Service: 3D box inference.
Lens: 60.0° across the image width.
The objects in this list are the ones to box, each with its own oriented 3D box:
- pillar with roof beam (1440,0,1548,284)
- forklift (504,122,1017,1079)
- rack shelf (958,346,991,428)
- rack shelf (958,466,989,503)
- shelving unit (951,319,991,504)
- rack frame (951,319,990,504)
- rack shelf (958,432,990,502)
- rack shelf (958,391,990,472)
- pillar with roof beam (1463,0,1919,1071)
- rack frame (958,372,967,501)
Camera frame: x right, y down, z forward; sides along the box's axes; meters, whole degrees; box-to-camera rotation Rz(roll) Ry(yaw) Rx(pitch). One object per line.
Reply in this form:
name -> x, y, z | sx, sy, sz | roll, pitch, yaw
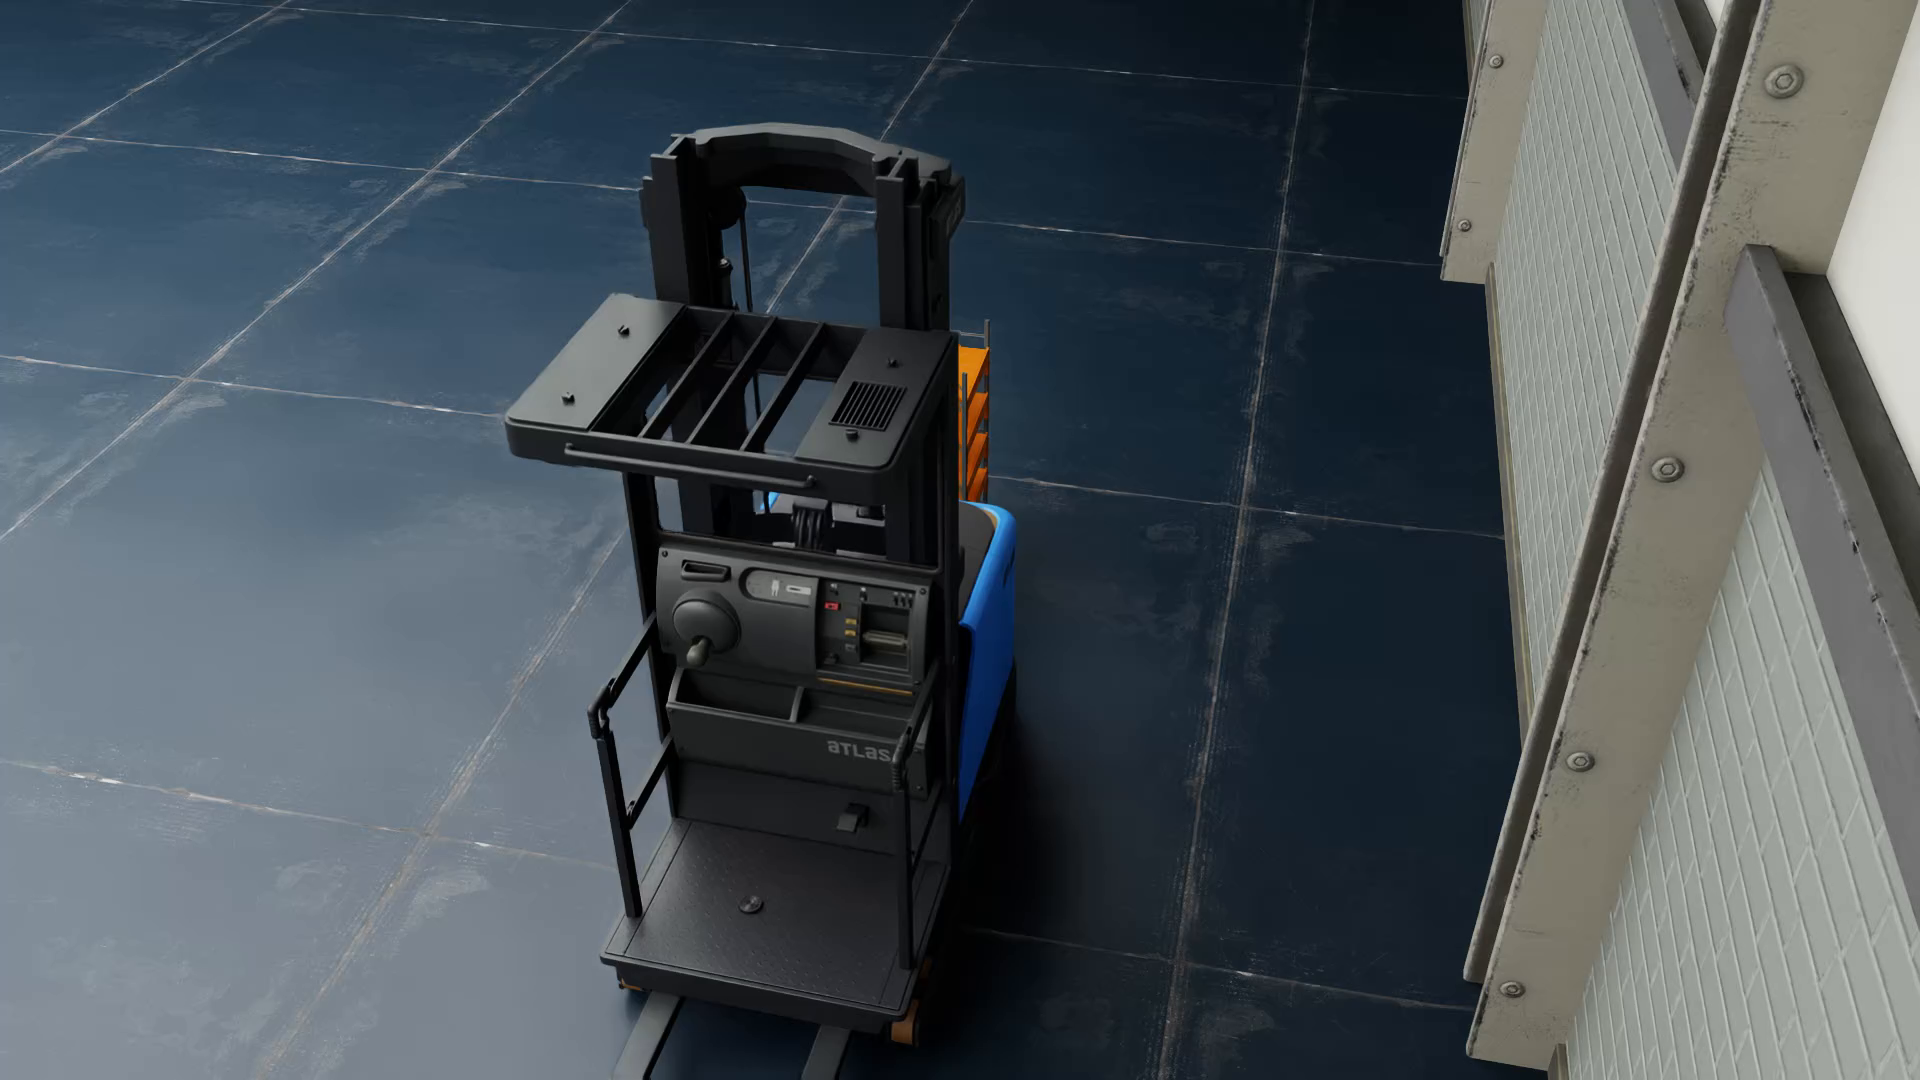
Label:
pillar with roof beam -> -0.972, -5.924, 8.755 | 9.100, 9.000, 0.400 | 7, 37, 10
forklift -> -0.602, 0.326, 5.303 | 1.130, 2.935, 3.031 | 8, 37, 11
rack shelf -> -0.035, -0.709, 7.536 | 0.258, 0.148, 0.480 | 7, 37, 10
rack shelf -> -0.035, -0.176, 7.923 | 0.258, 0.148, 0.480 | 7, 37, 10
shelving unit -> -0.035, -0.391, 7.767 | 0.258, 1.200, 0.503 | 7, 37, 10
rack frame -> 0.017, -0.531, 7.960 | 0.240, 1.200, 0.015 | 7, 37, 10
rack shelf -> -0.035, -0.336, 7.806 | 0.258, 0.148, 0.480 | 7, 37, 10
rack shelf -> -0.035, -0.518, 7.675 | 0.258, 0.148, 0.480 | 7, 37, 10
pillar with roof beam -> -2.253, -2.484, 4.009 | 9.100, 9.000, 0.400 | 7, 37, 10
rack frame -> -0.087, -0.251, 7.574 | 0.240, 1.200, 0.015 | 7, 37, 10
